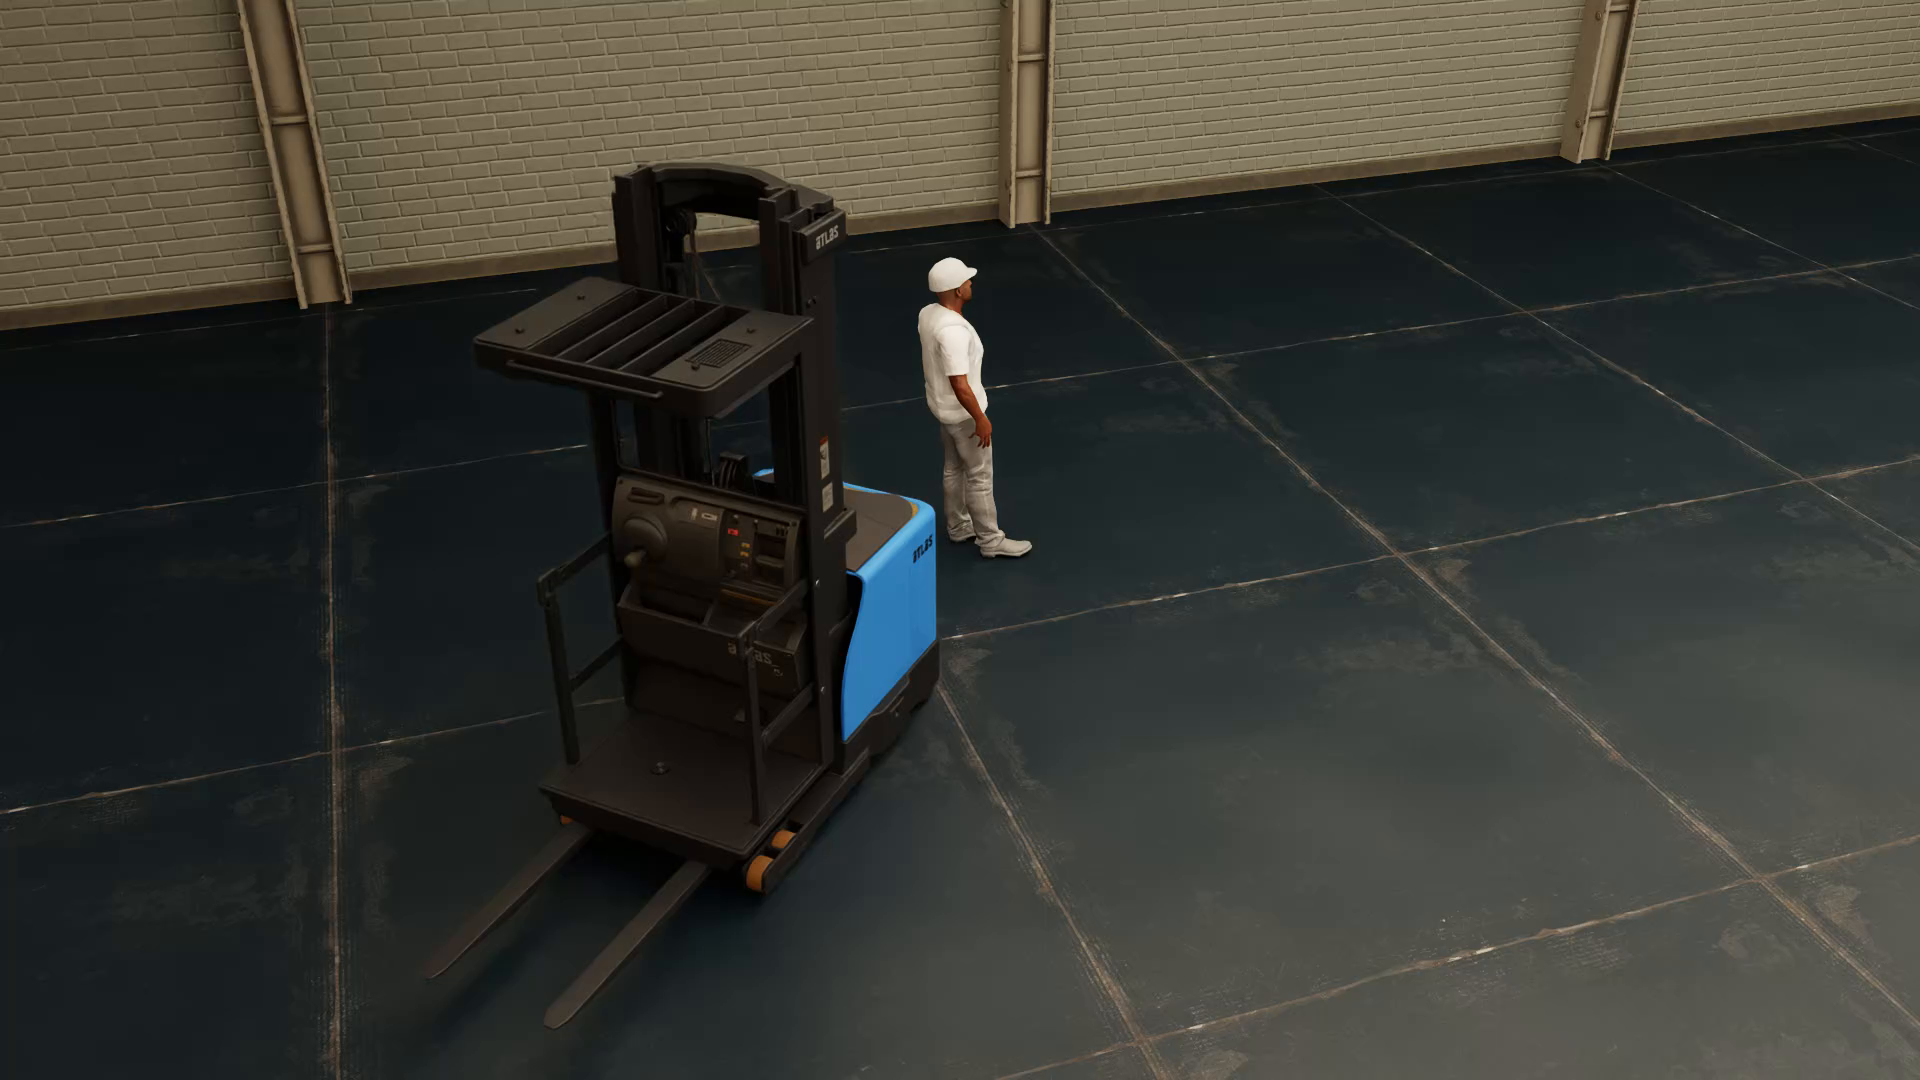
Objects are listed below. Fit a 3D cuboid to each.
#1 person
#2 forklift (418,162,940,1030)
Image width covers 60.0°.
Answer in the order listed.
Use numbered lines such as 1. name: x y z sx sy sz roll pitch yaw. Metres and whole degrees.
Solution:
1. person: 0.068 -0.780 9.596 0.576 1.766 0.665 -10 31 -16
2. forklift: -1.195 0.036 7.025 1.130 2.935 3.031 13 33 22
